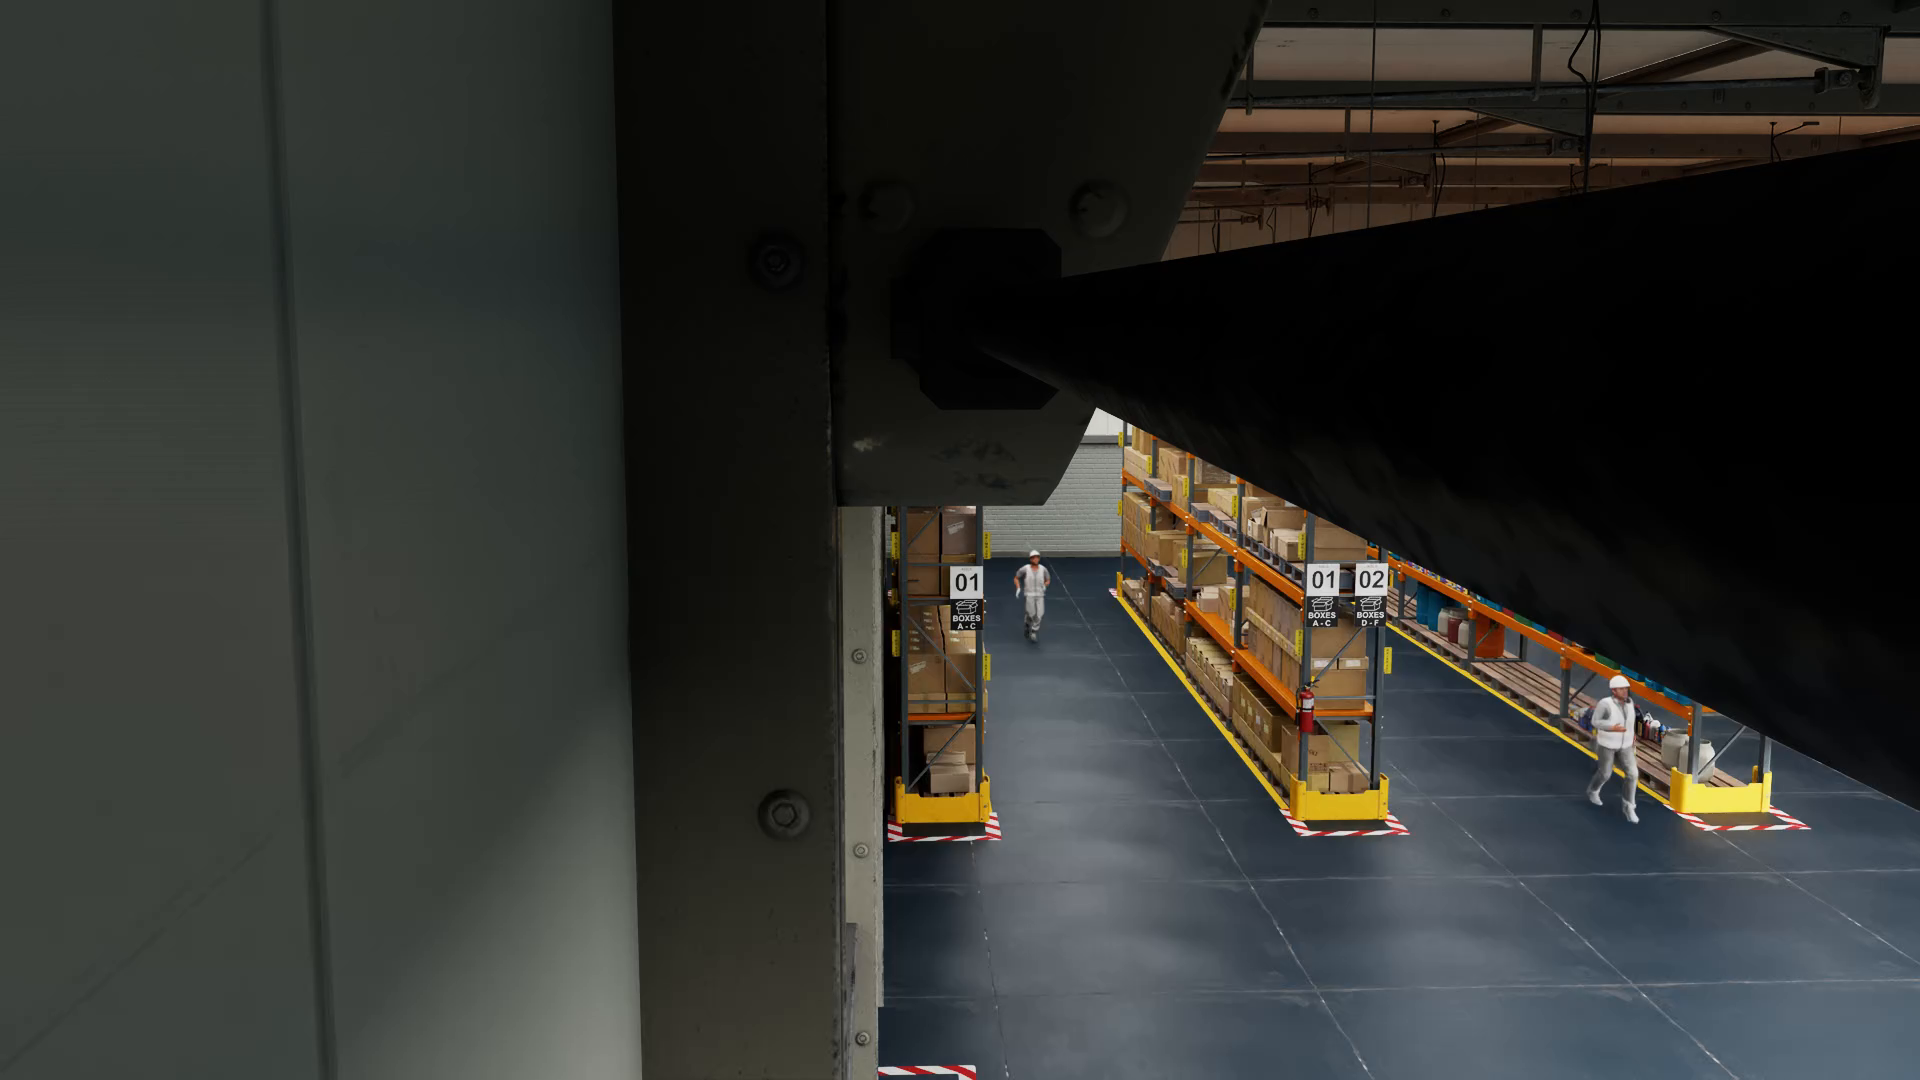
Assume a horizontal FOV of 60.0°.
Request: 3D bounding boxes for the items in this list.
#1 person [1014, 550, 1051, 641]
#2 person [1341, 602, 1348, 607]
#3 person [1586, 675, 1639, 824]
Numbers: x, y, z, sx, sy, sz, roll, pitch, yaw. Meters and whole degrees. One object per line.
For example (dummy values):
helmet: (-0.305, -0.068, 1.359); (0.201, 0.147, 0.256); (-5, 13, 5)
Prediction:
person: (1.397, 1.070, 31.249); (0.664, 1.739, 0.603); (-2, 8, -12)
person: (7.048, 1.131, 31.084); (0.607, 1.651, 0.941); (-1, 8, -5)
person: (8.152, 2.563, 20.736); (0.681, 1.809, 0.874); (-1, 8, -9)
